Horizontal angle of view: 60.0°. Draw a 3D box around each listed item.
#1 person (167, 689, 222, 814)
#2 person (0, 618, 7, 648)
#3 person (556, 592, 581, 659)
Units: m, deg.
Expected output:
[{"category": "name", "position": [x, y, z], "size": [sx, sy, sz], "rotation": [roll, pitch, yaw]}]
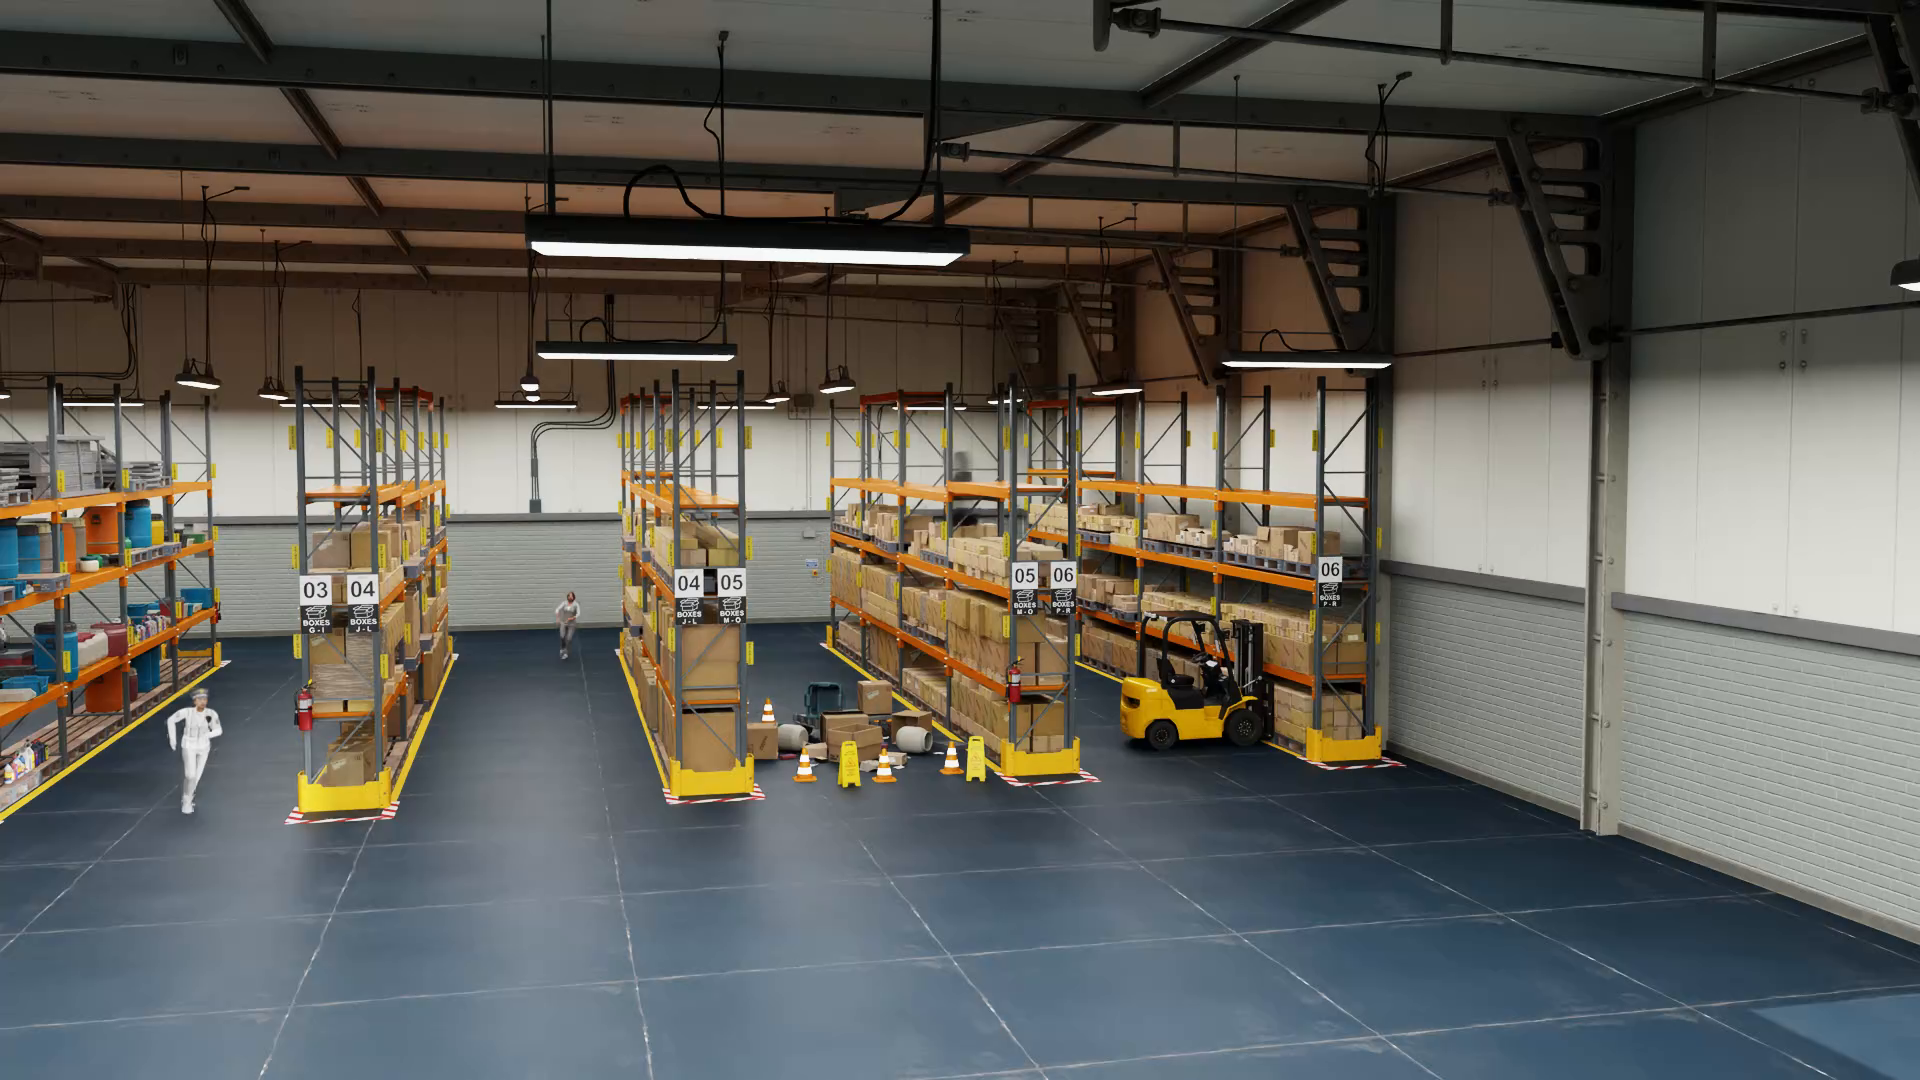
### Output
[{"category": "person", "position": [-10.322, 2.860, 22.469], "size": [0.633, 1.736, 0.678], "rotation": [-3, 4, -38]}, {"category": "person", "position": [-21.581, 1.930, 37.057], "size": [0.535, 1.728, 0.727], "rotation": [1, 4, 14]}, {"category": "person", "position": [-8.966, 1.954, 38.065], "size": [0.558, 1.547, 0.522], "rotation": [-1, 3, -10]}]
